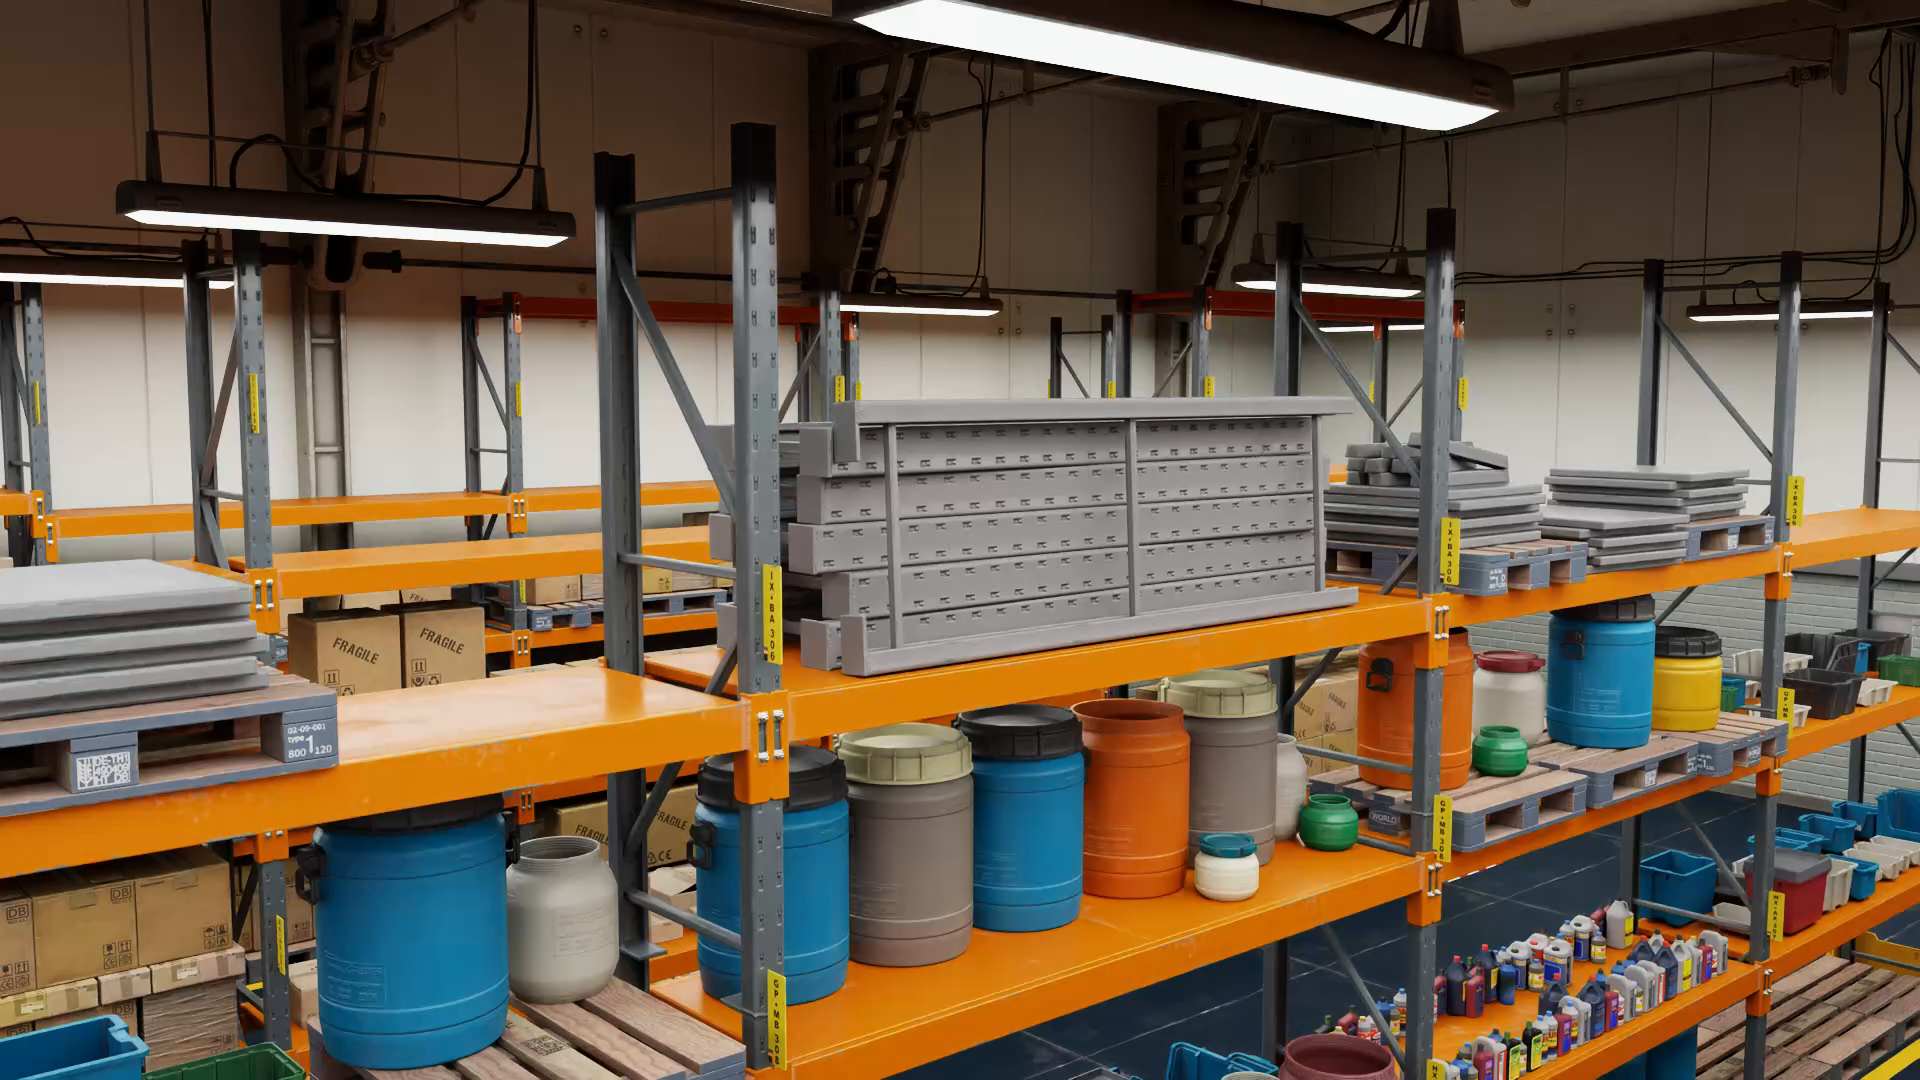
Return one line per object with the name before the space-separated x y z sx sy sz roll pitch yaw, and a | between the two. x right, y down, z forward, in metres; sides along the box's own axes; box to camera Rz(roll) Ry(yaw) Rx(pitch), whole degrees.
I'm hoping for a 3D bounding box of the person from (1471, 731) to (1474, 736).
person | 5.662 2.596 18.417 0.530 1.678 0.429 4 7 39
